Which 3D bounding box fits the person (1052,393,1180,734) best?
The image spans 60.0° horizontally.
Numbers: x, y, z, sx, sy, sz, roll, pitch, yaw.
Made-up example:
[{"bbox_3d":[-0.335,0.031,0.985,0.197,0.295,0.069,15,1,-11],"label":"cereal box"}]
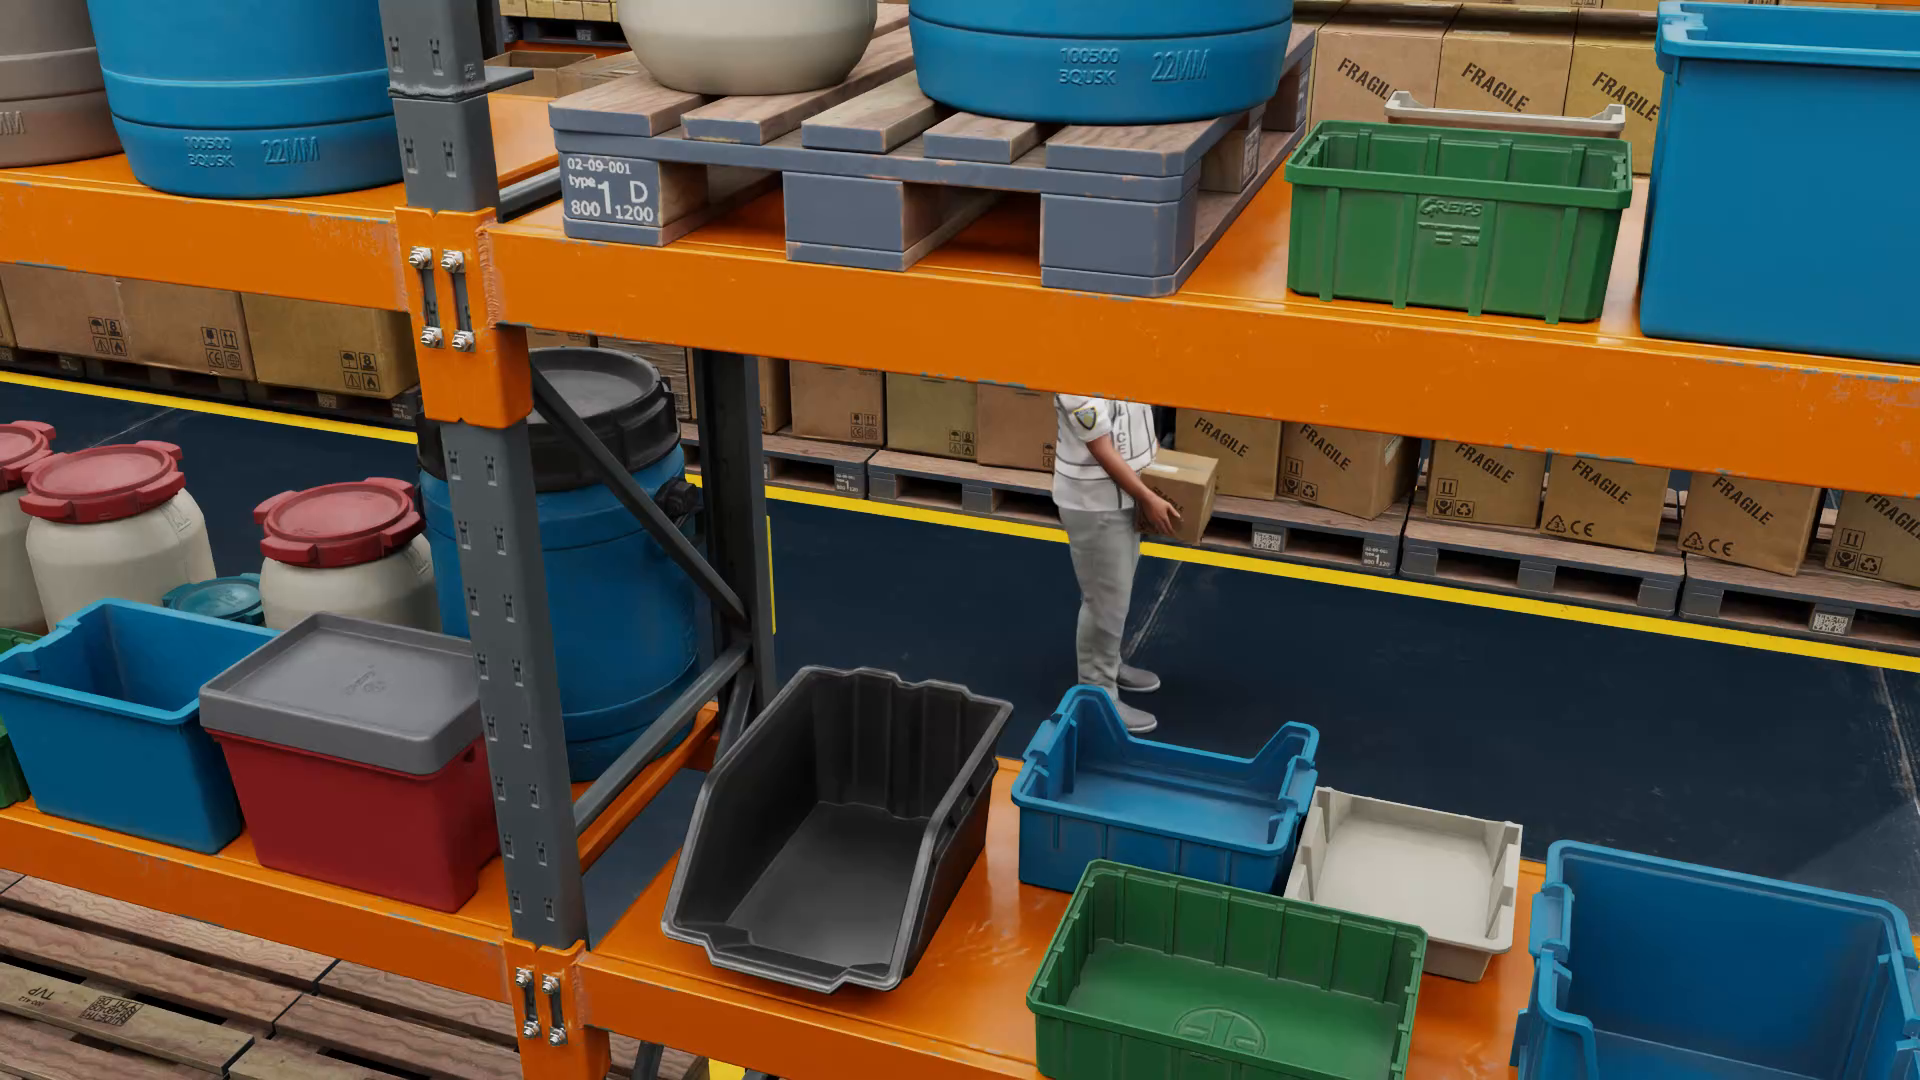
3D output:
[{"bbox_3d":[0.619,-0.169,6.414,0.538,1.786,0.538,9,27,18],"label":"person"}]
